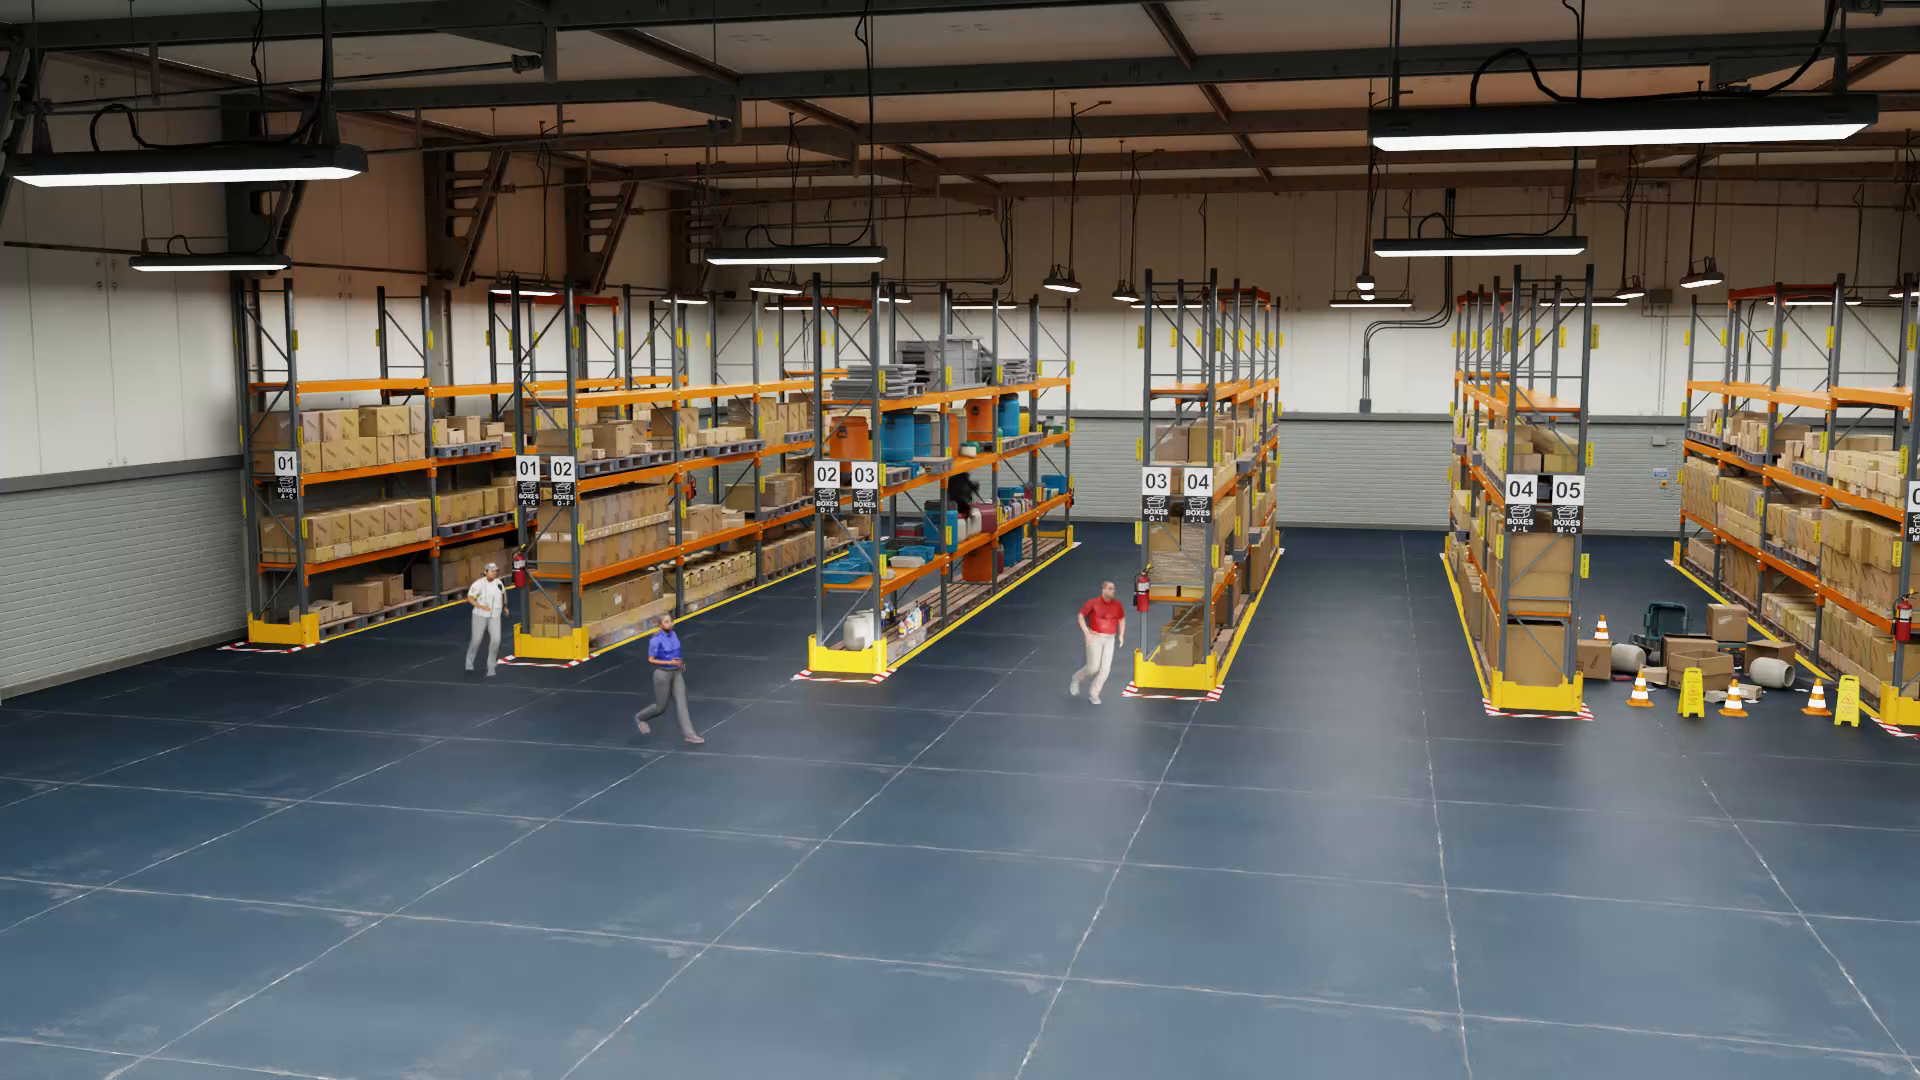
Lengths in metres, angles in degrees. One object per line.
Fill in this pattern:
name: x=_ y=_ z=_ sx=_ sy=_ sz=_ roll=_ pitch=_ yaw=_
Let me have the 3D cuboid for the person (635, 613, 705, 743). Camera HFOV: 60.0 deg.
person: x=-3.595 y=1.701 z=20.621 sx=1.044 sy=1.586 sz=0.594 roll=5 pitch=8 yaw=36

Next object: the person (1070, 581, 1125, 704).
person: x=1.967 y=1.403 z=23.190 sx=0.739 sy=1.673 sz=0.613 roll=-3 pitch=7 yaw=-23

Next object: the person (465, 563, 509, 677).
person: x=-7.111 y=1.191 z=25.111 sx=0.667 sy=1.705 sz=0.708 roll=-5 pitch=8 yaw=-35
